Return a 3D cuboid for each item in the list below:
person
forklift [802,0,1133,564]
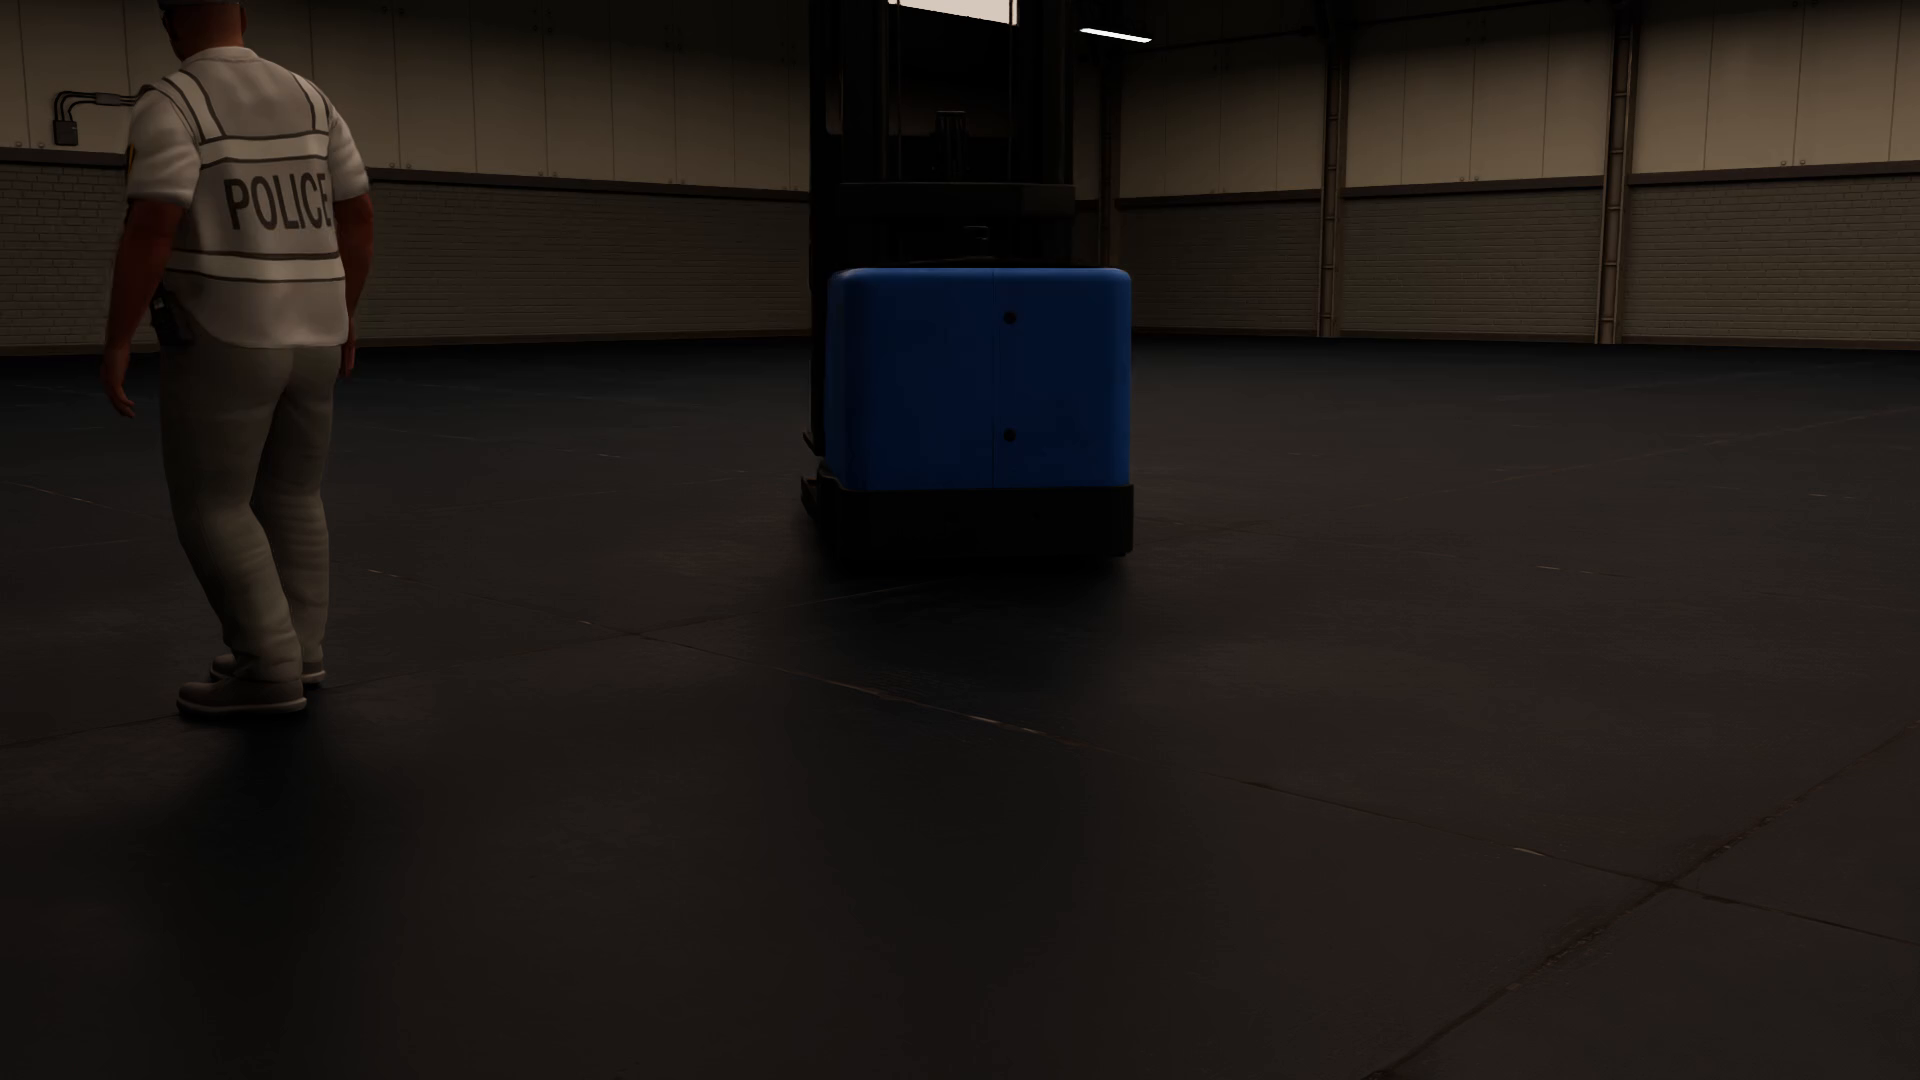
[{"bbox_3d":[-1.750,-0.474,3.943,0.545,1.763,0.711,4,9,22],"label":"person"},{"bbox_3d":[-0.115,-1.541,7.107,1.130,2.935,3.031,-1,9,-9],"label":"forklift"}]
